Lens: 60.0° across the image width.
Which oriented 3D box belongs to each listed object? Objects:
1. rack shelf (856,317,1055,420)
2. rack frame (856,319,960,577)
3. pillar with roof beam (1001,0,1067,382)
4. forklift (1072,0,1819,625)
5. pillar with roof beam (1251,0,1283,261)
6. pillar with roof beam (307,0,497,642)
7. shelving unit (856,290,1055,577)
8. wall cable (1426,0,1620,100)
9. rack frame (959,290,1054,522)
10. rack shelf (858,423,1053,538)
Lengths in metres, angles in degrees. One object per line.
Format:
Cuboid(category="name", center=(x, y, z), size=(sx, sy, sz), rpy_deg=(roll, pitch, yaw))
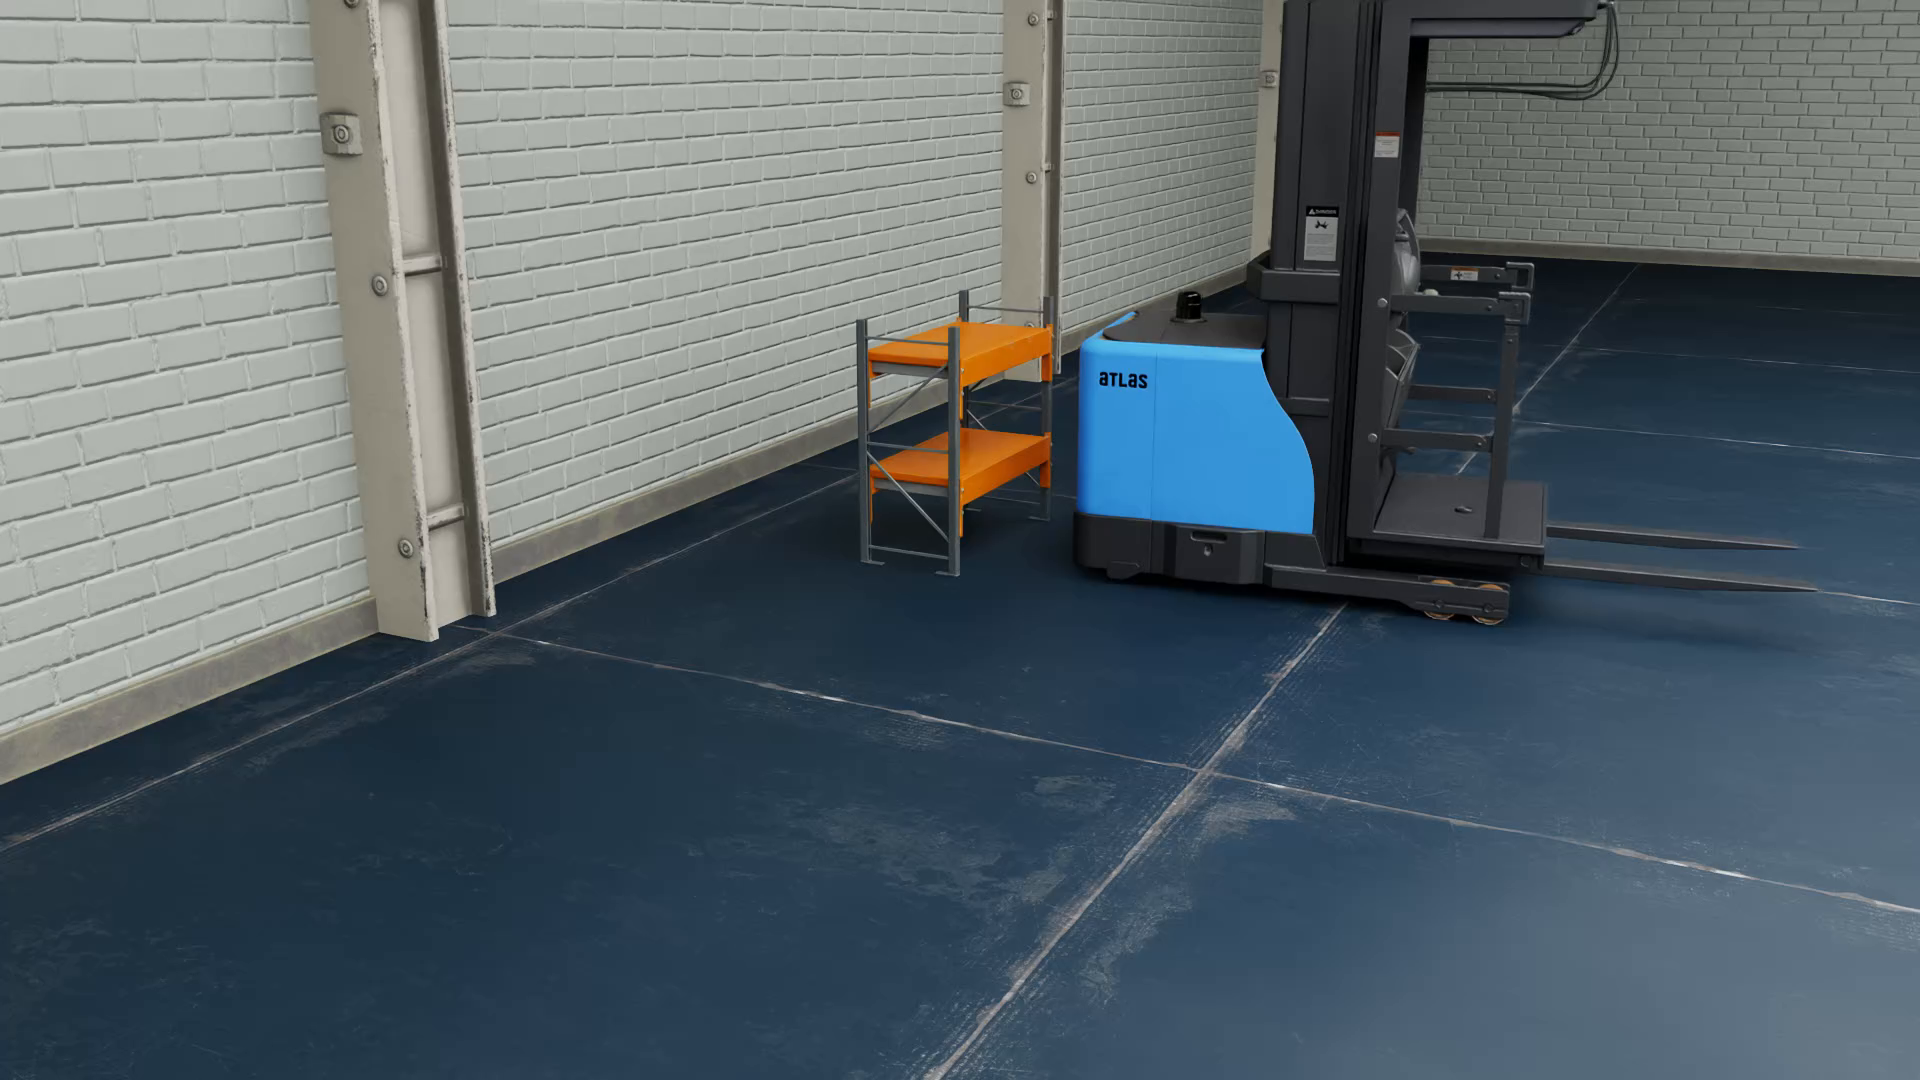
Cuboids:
Cuboid(category="rack shelf", center=(-0.003, -0.818, 7.775), size=(0.538, 0.278, 1.000), rpy_deg=(8, 18, 25))
Cuboid(category="rack frame", center=(-0.230, -0.408, 7.422), size=(0.500, 1.125, 0.032), rpy_deg=(8, 18, 25))
Cuboid(category="pillar with roof beam", center=(4.363, -4.956, 8.906), size=(9.100, 9.000, 0.400), rpy_deg=(8, 18, 25))
Cuboid(category="forklift", center=(2.079, -1.225, 7.001), size=(3.031, 2.935, 1.130), rpy_deg=(6, 17, 18))
Cuboid(category="pillar with roof beam", center=(7.044, -6.485, 14.052), size=(9.100, 9.000, 0.400), rpy_deg=(8, 18, 25))
Cuboid(category="pillar with roof beam", center=(1.682, -3.428, 3.761), size=(9.100, 9.000, 0.400), rpy_deg=(8, 18, 25))
Cuboid(category="shelving unit", center=(-0.003, -0.537, 7.858), size=(0.538, 1.125, 1.048), rpy_deg=(8, 18, 25))
Cuboid(category="wall cable", center=(5.692, -6.126, 18.298), size=(3.097, 2.526, 0.112), rpy_deg=(8, 18, 25))
Cuboid(category="rack frame", center=(0.224, -0.667, 8.294), size=(0.500, 1.125, 0.032), rpy_deg=(8, 18, 25))
Cuboid(category="rack shelf", center=(-0.003, -0.303, 7.928), size=(0.538, 0.278, 1.000), rpy_deg=(8, 18, 25))
